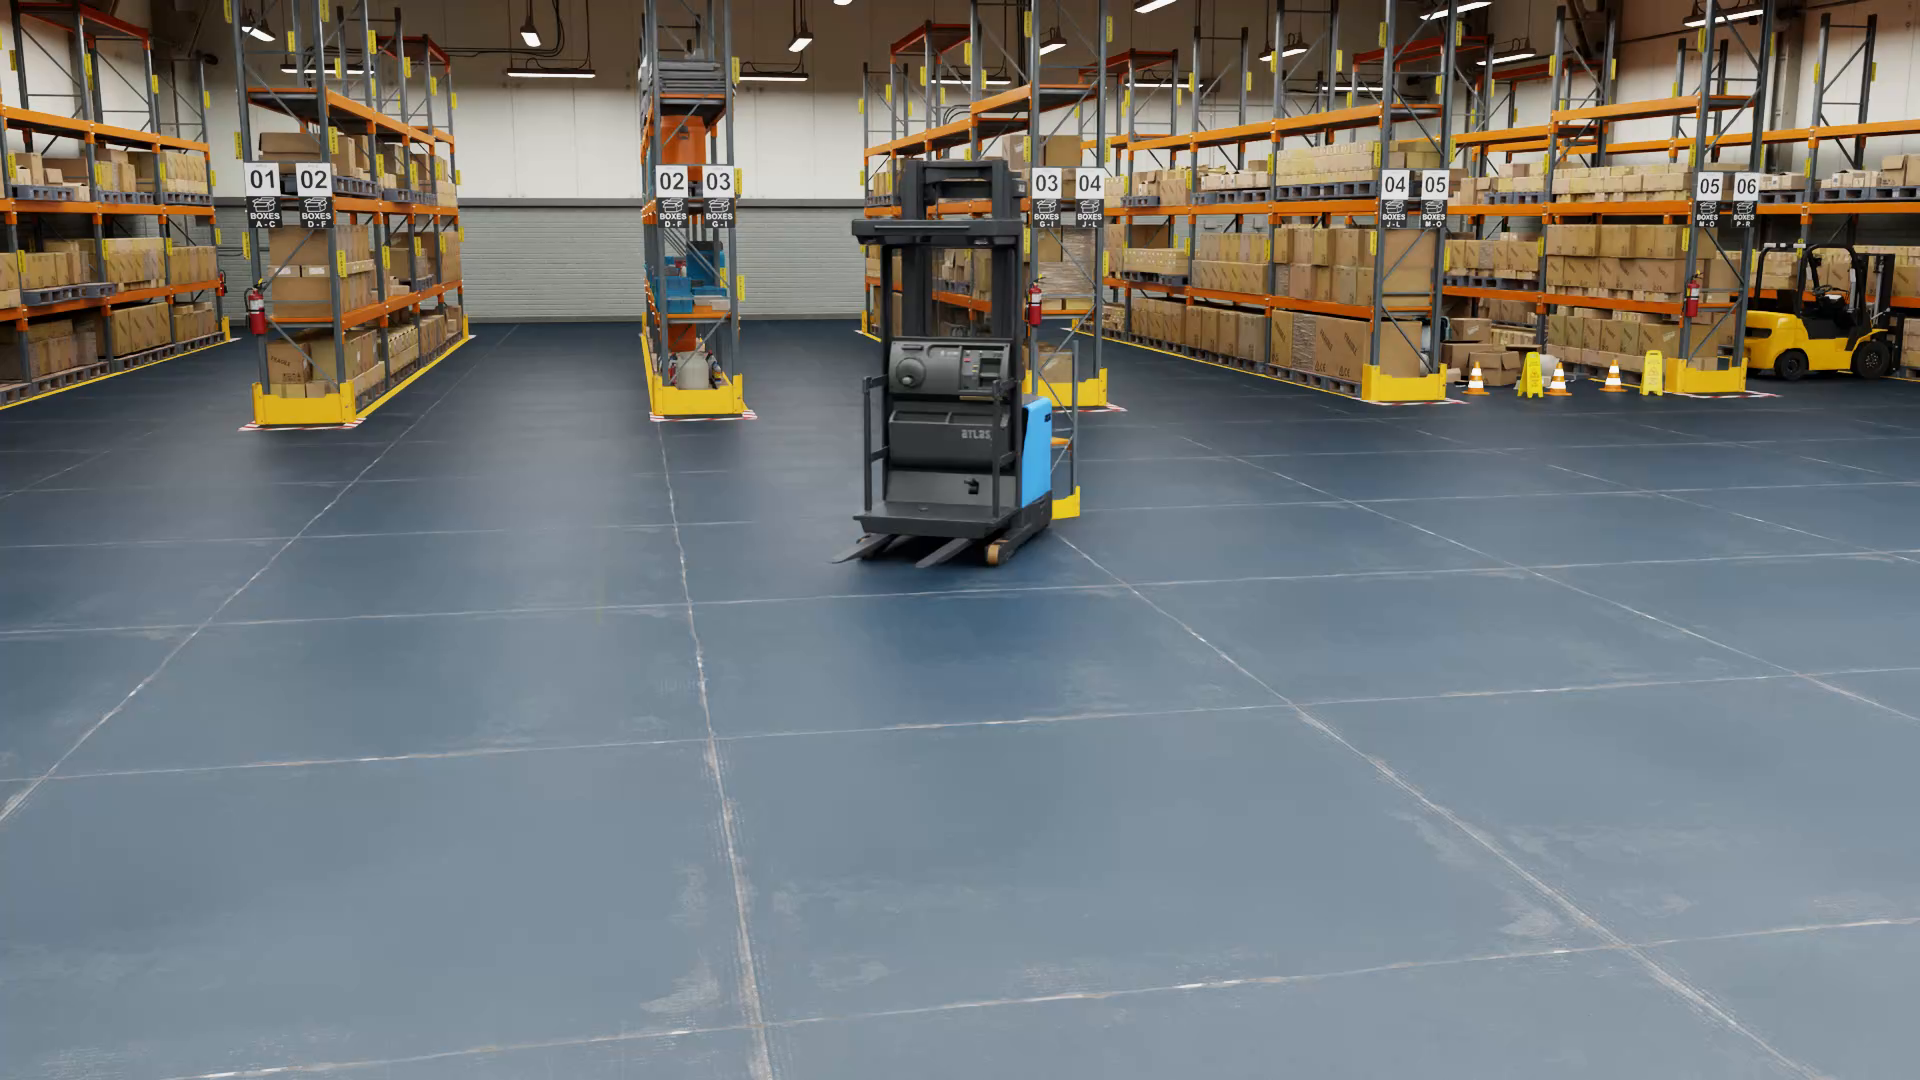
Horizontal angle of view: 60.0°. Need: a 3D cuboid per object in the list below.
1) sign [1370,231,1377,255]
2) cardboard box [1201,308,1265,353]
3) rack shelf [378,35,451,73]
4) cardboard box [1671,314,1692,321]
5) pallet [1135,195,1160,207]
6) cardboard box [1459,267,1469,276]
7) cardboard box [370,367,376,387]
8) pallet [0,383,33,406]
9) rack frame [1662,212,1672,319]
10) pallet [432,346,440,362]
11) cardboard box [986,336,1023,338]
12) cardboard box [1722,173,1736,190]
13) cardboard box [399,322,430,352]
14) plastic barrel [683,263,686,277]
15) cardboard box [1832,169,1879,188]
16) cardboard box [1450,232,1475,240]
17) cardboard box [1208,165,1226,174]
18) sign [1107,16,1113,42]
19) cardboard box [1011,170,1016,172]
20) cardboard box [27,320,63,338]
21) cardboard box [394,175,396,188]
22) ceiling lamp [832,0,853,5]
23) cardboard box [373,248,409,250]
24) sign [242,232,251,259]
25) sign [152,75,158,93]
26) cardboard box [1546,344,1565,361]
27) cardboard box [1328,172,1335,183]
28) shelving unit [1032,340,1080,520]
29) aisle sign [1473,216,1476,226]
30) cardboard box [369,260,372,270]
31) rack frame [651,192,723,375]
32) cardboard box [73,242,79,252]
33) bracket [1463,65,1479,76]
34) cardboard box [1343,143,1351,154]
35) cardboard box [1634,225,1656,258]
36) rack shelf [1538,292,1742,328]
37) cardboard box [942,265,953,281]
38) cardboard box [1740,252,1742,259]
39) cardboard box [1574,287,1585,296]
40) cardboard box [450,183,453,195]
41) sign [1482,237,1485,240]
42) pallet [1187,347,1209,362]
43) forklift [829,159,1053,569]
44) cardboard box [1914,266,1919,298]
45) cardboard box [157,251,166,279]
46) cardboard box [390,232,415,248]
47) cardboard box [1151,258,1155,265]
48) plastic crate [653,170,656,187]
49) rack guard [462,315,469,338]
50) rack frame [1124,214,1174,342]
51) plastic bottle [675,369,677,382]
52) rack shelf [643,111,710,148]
[{"bbox_3d":[5.795,-4.158,23.289,0.100,0.325,0.005,-2,11,-11],"label":"sign"},{"bbox_3d":[4.978,-3.783,29.944,1.050,0.750,0.750,-2,11,-10],"label":"cardboard box"},{"bbox_3d":[-10.996,-9.763,33.456,1.077,0.370,4.000,-2,11,-11],"label":"rack shelf"},{"bbox_3d":[14.586,-4.262,32.793,0.875,0.625,0.625,-2,11,-9],"label":"cardboard box"},{"bbox_3d":[4.216,-6.765,33.196,1.213,0.211,1.003,-2,11,-11],"label":"pallet"},{"bbox_3d":[9.554,-5.016,31.077,0.380,0.149,0.250,-2,11,-11],"label":"cardboard box"},{"bbox_3d":[-8.547,-2.297,23.475,0.500,0.250,0.500,-2,11,-11],"label":"cardboard box"},{"bbox_3d":[-13.744,-2.030,23.295,1.003,0.211,1.213,-2,11,-11],"label":"pallet"},{"bbox_3d":[14.478,-5.337,33.214,1.000,3.000,0.127,-2,11,-11],"label":"rack frame"},{"bbox_3d":[-10.171,-3.427,30.640,1.003,0.211,1.213,-2,11,-11],"label":"pallet"},{"bbox_3d":[0.706,-2.965,26.315,0.500,0.500,0.500,-2,11,-13],"label":"cardboard box"},{"bbox_3d":[11.329,-5.336,24.794,0.500,0.250,0.500,-2,11,-12],"label":"cardboard box"},{"bbox_3d":[-9.744,-3.614,29.668,0.500,0.500,0.500,-3,11,-13],"label":"cardboard box"},{"bbox_3d":[-4.305,-4.266,27.226,0.433,0.535,0.433,0,11,0],"label":"plastic barrel"},{"bbox_3d":[15.179,-6.127,28.190,0.500,0.311,0.500,-2,11,-10],"label":"cardboard box"},{"bbox_3d":[9.754,-5.795,32.681,0.500,0.500,0.500,-2,11,-13],"label":"cardboard box"},{"bbox_3d":[4.866,-7.035,31.796,0.396,0.266,0.258,-2,11,-11],"label":"cardboard box"},{"bbox_3d":[1.977,-6.793,22.107,0.100,0.325,0.005,-2,11,-11],"label":"sign"},{"bbox_3d":[0.917,-5.107,23.317,0.380,0.149,0.250,-2,11,-11],"label":"cardboard box"},{"bbox_3d":[-14.342,-3.280,25.912,0.500,0.250,0.500,-2,11,-11],"label":"cardboard box"},{"bbox_3d":[-9.685,-5.961,27.747,0.500,0.250,0.500,-3,11,-15],"label":"cardboard box"},{"bbox_3d":[-1.420,-9.773,24.866,0.800,3.185,2.000,-2,11,-11],"label":"ceiling lamp"},{"bbox_3d":[-10.538,-5.206,31.135,0.700,0.500,0.500,0,11,-2],"label":"cardboard box"},{"bbox_3d":[-8.808,-3.636,20.550,0.100,0.325,0.005,-2,11,-11],"label":"sign"},{"bbox_3d":[-14.935,-8.455,30.843,0.100,0.325,0.005,-2,11,-11],"label":"sign"},{"bbox_3d":[10.238,-3.160,28.005,0.500,0.250,0.500,-3,11,-14],"label":"cardboard box"},{"bbox_3d":[5.686,-5.377,24.684,0.380,0.149,0.250,-2,11,-11],"label":"cardboard box"},{"bbox_3d":[0.466,-0.992,14.398,0.587,1.500,1.083,-9,14,-39],"label":"shelving unit"},{"bbox_3d":[12.621,-8.083,40.689,0.394,0.787,0.004,-2,11,-11],"label":"aisle sign"},{"bbox_3d":[-8.742,-3.982,24.095,0.380,0.149,0.250,-2,11,-12],"label":"cardboard box"},{"bbox_3d":[-4.191,-3.882,25.567,1.000,3.000,0.127,-2,11,-11],"label":"rack frame"},{"bbox_3d":[-14.590,-4.777,27.091,0.380,0.149,0.250,-4,11,-18],"label":"cardboard box"},{"bbox_3d":[13.014,-11.958,42.328,0.235,0.232,0.430,-2,11,-11],"label":"bracket"},{"bbox_3d":[5.783,-5.677,24.126,0.380,0.149,0.250,-2,11,-10],"label":"cardboard box"},{"bbox_3d":[10.761,-4.554,25.362,0.700,0.500,0.500,-2,11,-10],"label":"cardboard box"},{"bbox_3d":[10.777,-3.702,26.547,1.077,0.370,4.000,-2,11,-11],"label":"rack shelf"},{"bbox_3d":[-0.010,-4.612,28.684,0.500,0.250,0.500,-2,11,-13],"label":"cardboard box"},{"bbox_3d":[14.694,-5.259,30.802,0.380,0.149,0.250,-2,11,-11],"label":"cardboard box"},{"bbox_3d":[10.330,-4.091,27.337,0.380,0.149,0.250,-2,11,-9],"label":"cardboard box"},{"bbox_3d":[-10.937,-7.372,34.947,0.500,0.250,0.500,-2,11,-11],"label":"cardboard box"},{"bbox_3d":[10.140,-5.707,32.274,0.100,0.325,0.005,-2,11,-11],"label":"sign"},{"bbox_3d":[4.854,-3.440,30.705,1.003,0.211,1.213,-2,11,-11],"label":"pallet"},{"bbox_3d":[-0.138,-1.326,12.325,1.130,2.935,3.031,3,11,16],"label":"forklift"},{"bbox_3d":[15.589,-4.095,26.421,0.500,0.500,0.500,-2,11,-9],"label":"cardboard box"},{"bbox_3d":[-15.128,-5.118,30.948,0.500,0.500,0.500,-2,11,-12],"label":"cardboard box"},{"bbox_3d":[-10.959,-5.793,32.668,0.500,0.500,0.500,-2,11,-11],"label":"cardboard box"},{"bbox_3d":[3.978,-5.497,32.807,0.380,0.149,0.250,-2,11,-10],"label":"cardboard box"},{"bbox_3d":[-4.079,-4.952,23.214,0.392,0.384,0.575,-2,11,-11],"label":"plastic crate"},{"bbox_3d":[-11.370,-4.661,36.348,1.175,0.500,0.348,-2,11,-11],"label":"rack guard"},{"bbox_3d":[3.996,-5.691,35.073,1.000,3.000,0.127,-2,11,-11],"label":"rack frame"},{"bbox_3d":[-4.131,-2.391,24.043,0.097,0.201,0.097,0,11,0],"label":"plastic bottle"},{"bbox_3d":[-4.580,-6.646,27.038,1.077,0.370,4.000,-2,11,-11],"label":"rack shelf"}]
